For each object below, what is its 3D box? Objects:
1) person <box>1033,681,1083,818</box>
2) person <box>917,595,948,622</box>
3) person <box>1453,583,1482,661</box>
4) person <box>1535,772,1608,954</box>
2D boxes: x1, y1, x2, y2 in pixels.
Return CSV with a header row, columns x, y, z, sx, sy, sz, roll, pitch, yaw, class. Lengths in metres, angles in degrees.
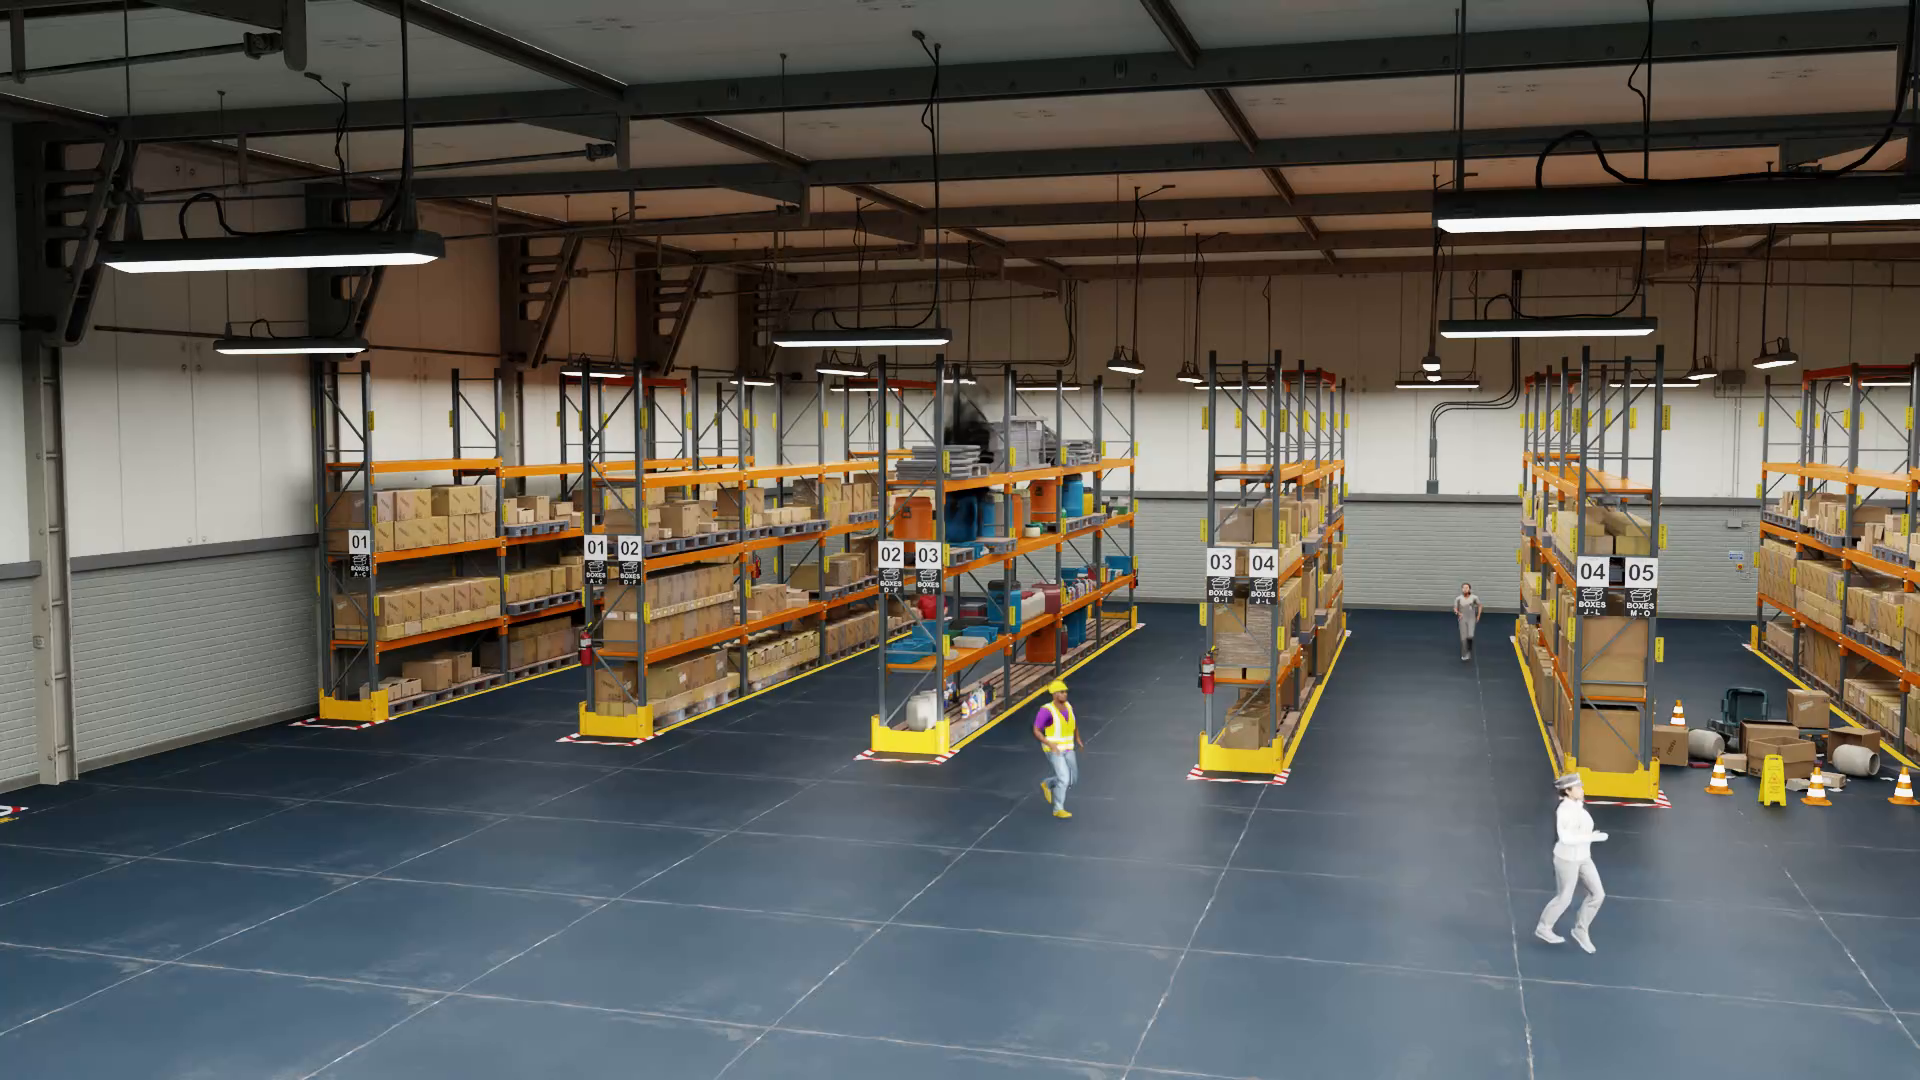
x,y,z,sx,sy,sz,roll,pitch,yaw,class
1.211,2.637,21.072,0.749,1.724,0.623,-4,6,-42,person
-0.581,1.725,34.078,0.640,1.679,0.574,1,4,10,person
10.553,1.705,34.606,0.569,1.628,0.600,2,4,22,person
5.796,3.039,15.693,0.684,1.734,0.592,4,6,43,person
